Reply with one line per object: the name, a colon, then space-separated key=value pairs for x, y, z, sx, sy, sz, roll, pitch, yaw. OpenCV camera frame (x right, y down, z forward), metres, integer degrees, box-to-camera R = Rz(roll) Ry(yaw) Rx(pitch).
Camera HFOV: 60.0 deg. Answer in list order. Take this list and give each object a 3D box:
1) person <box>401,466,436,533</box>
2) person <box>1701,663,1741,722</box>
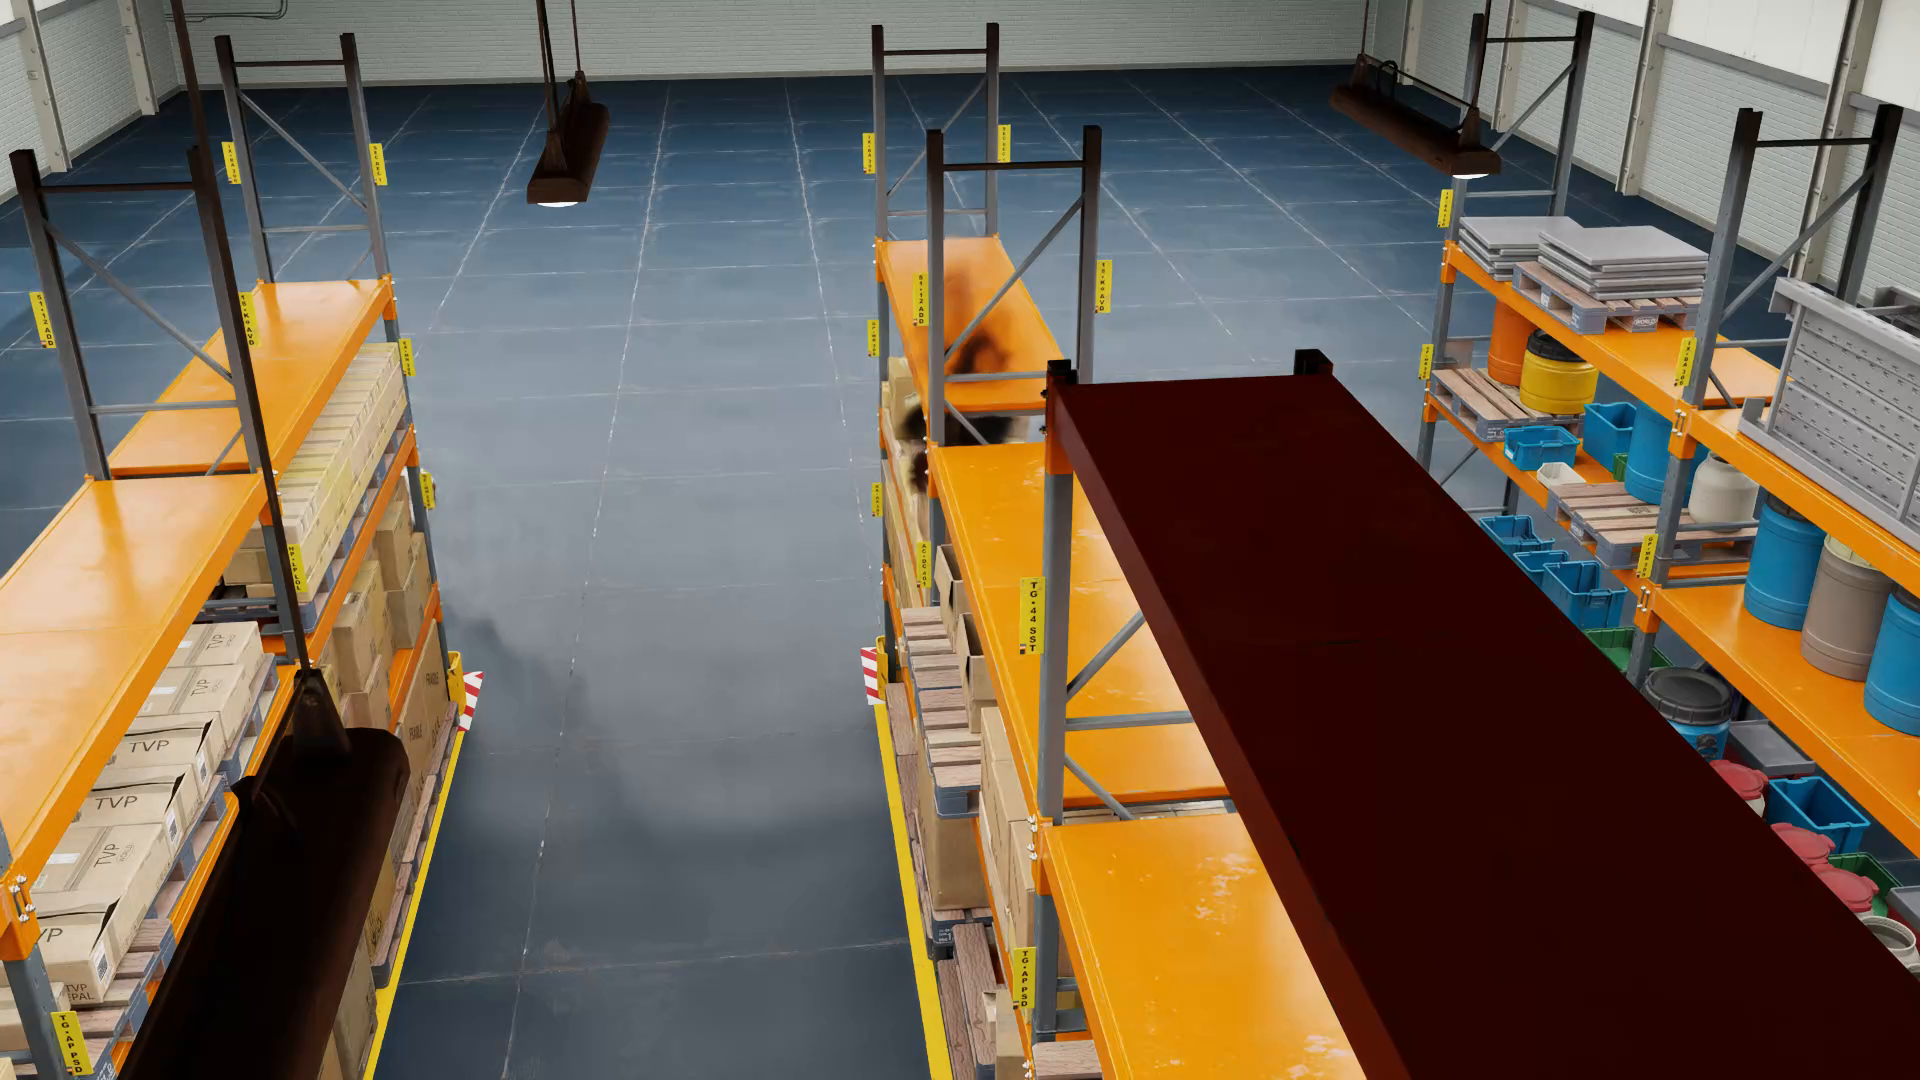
person: x=-5.674 y=-0.220 z=17.022 sx=0.706 sy=1.724 sz=0.552 roll=22 pitch=33 yaw=39
person: x=6.864 y=0.958 z=14.636 sx=0.570 sy=1.600 sz=0.566 roll=-7 pitch=26 yaw=-15
